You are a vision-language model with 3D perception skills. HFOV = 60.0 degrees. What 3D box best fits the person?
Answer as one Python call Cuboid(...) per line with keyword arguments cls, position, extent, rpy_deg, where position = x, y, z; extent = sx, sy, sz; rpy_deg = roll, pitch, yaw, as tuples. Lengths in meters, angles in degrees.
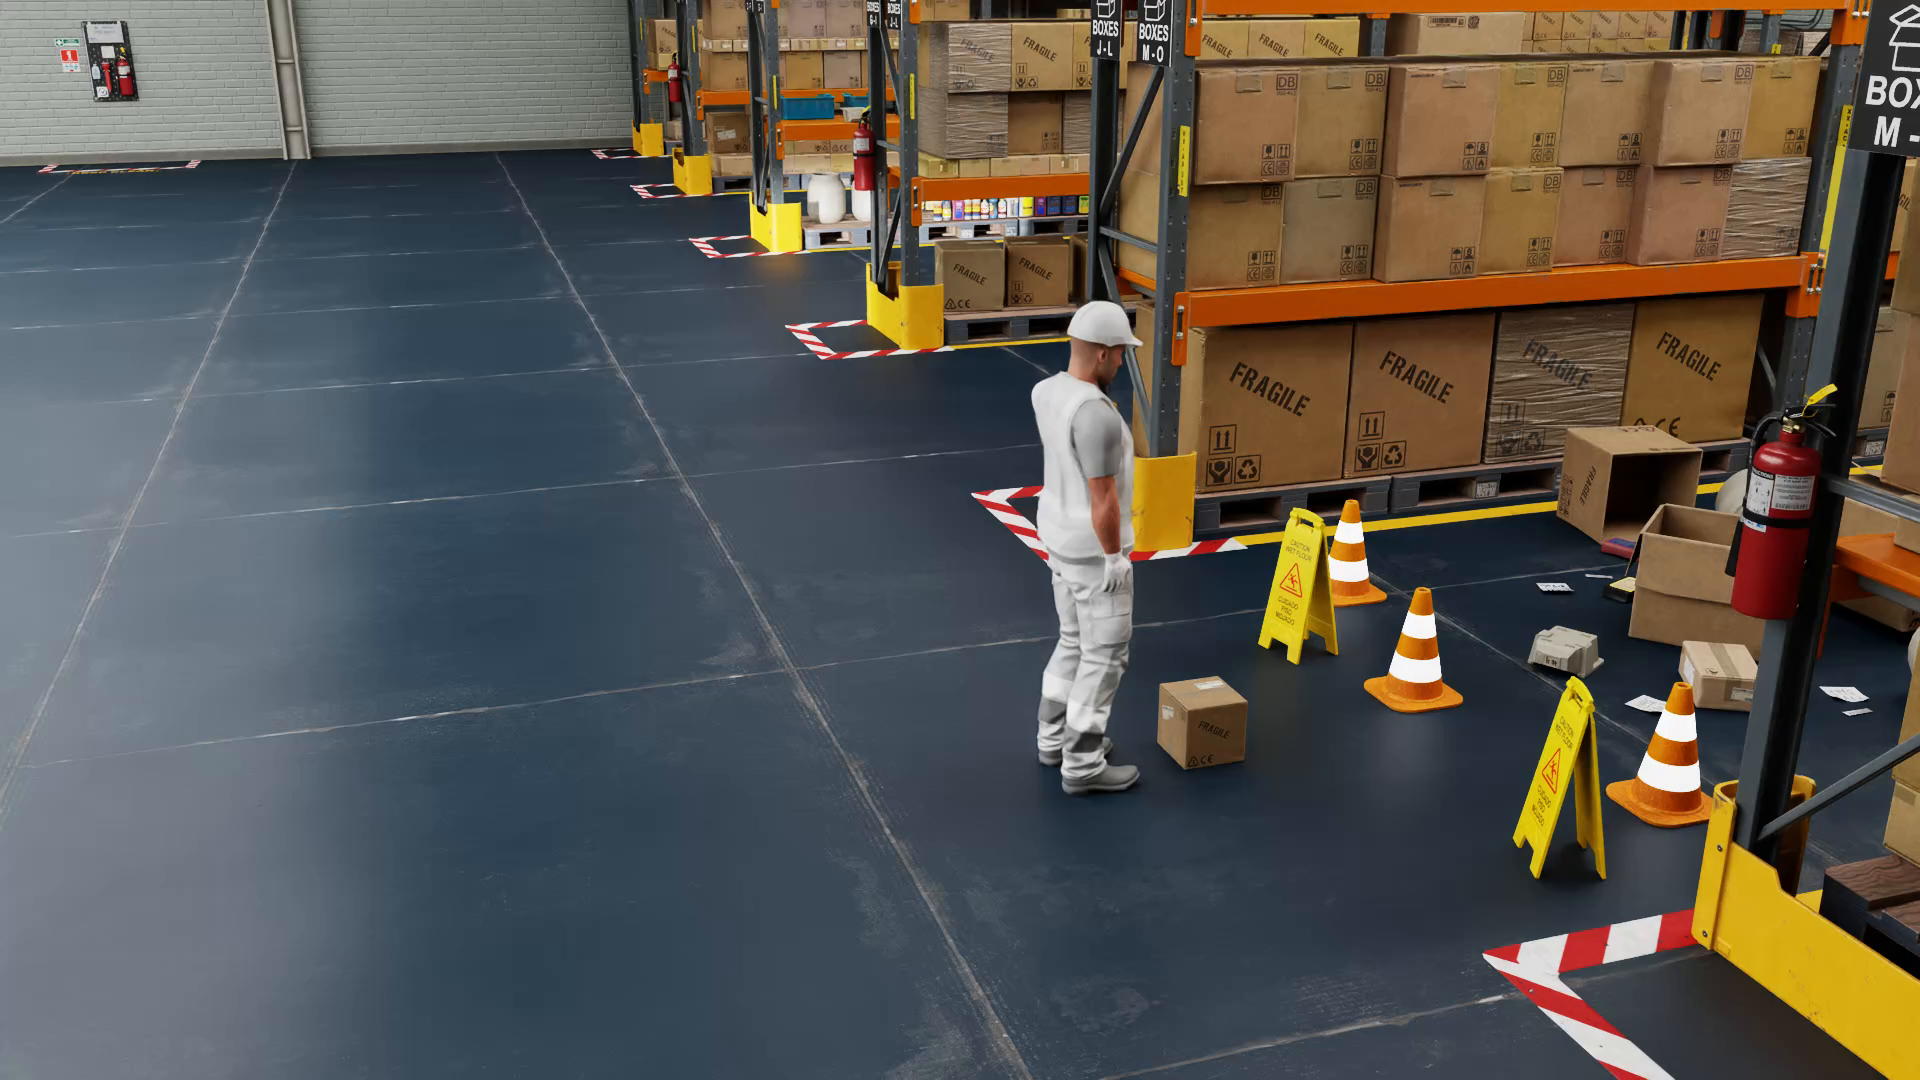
Cuboid(cls="person", position=(0.463, 0.024, 5.978), extent=(0.364, 1.774, 0.529), rpy_deg=(-6, 20, -16))
